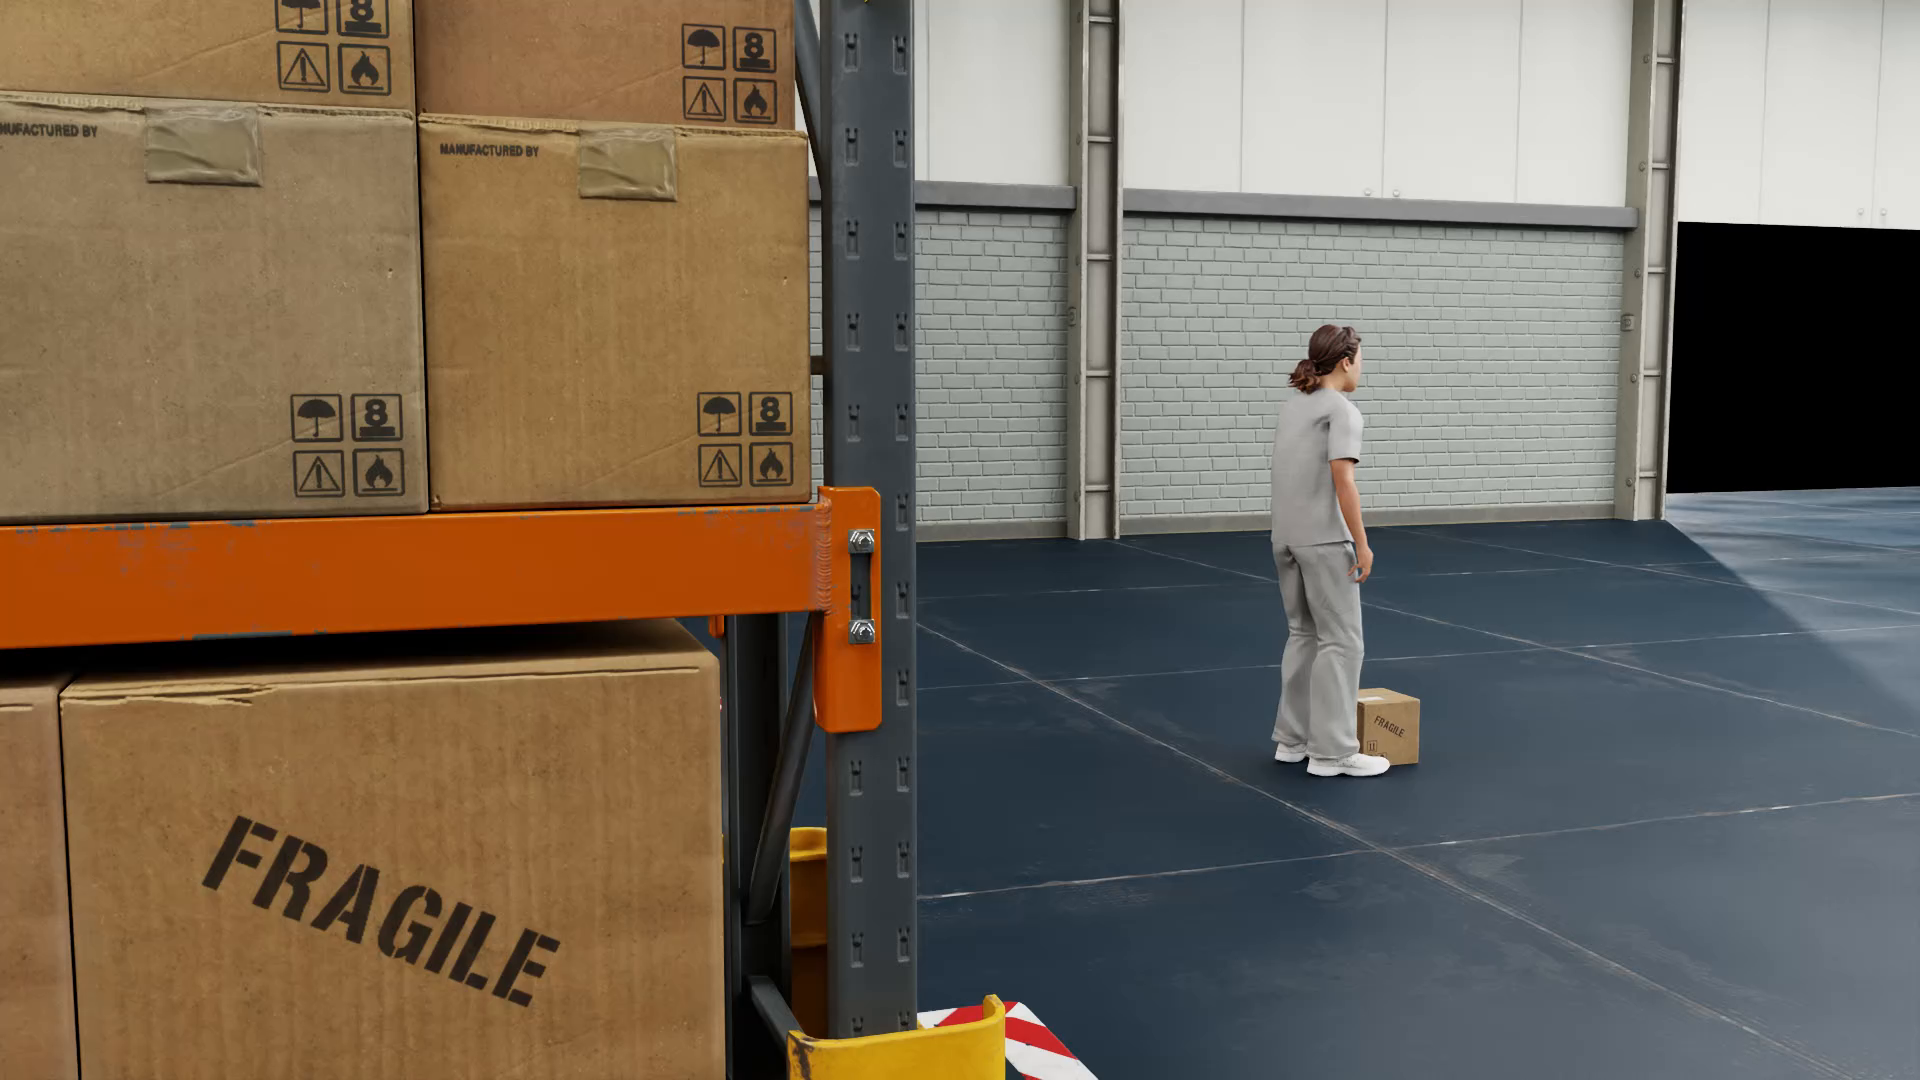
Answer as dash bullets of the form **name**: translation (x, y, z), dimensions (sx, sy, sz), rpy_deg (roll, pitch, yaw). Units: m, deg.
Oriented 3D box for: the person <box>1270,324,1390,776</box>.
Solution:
- **person**: translation (1.366, 0.026, 6.276), dimensions (0.353, 1.673, 0.505), rpy_deg (-2, 6, -20)
